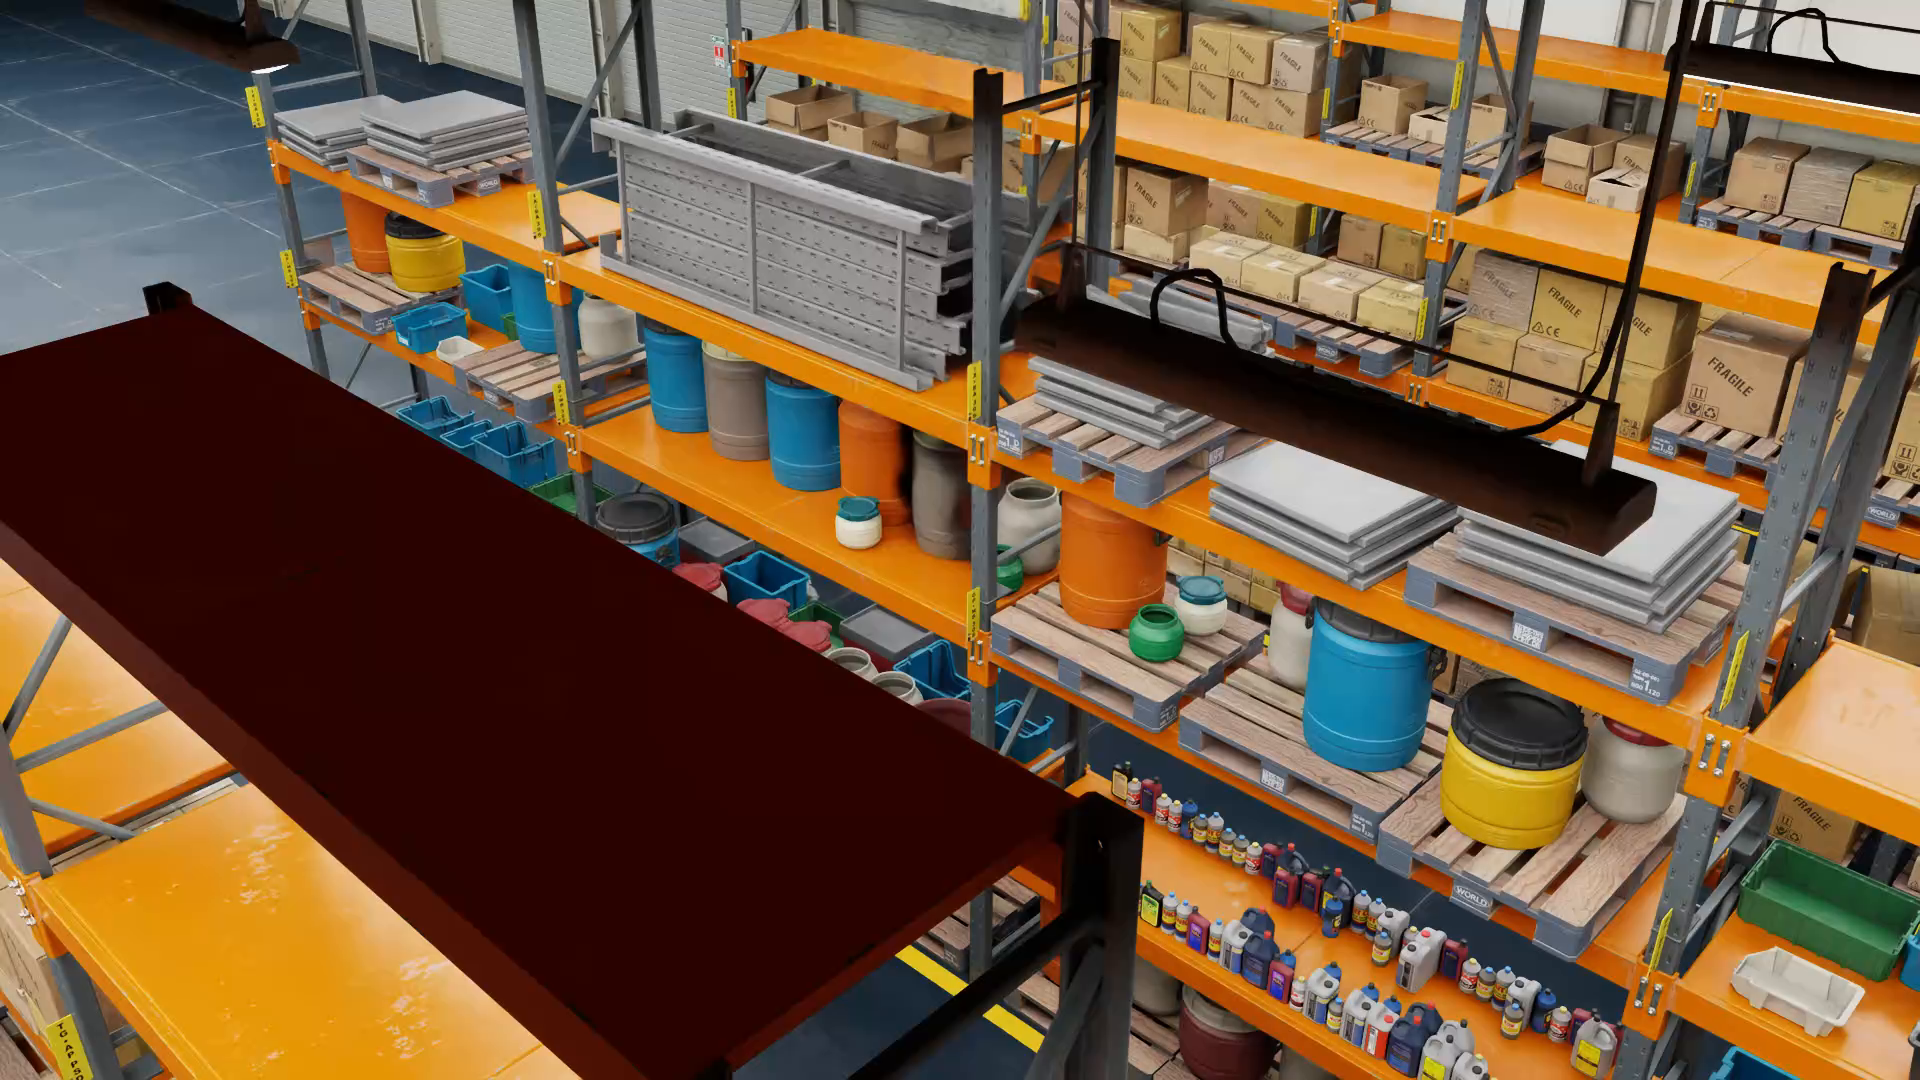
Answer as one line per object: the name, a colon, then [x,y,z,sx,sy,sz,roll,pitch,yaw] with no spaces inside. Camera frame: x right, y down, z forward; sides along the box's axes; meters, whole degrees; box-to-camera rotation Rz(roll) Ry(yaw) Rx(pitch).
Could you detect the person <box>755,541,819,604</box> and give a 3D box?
person: [-1.608,-0.018,14.599,0.623,1.687,0.706,-21,35,-32]
